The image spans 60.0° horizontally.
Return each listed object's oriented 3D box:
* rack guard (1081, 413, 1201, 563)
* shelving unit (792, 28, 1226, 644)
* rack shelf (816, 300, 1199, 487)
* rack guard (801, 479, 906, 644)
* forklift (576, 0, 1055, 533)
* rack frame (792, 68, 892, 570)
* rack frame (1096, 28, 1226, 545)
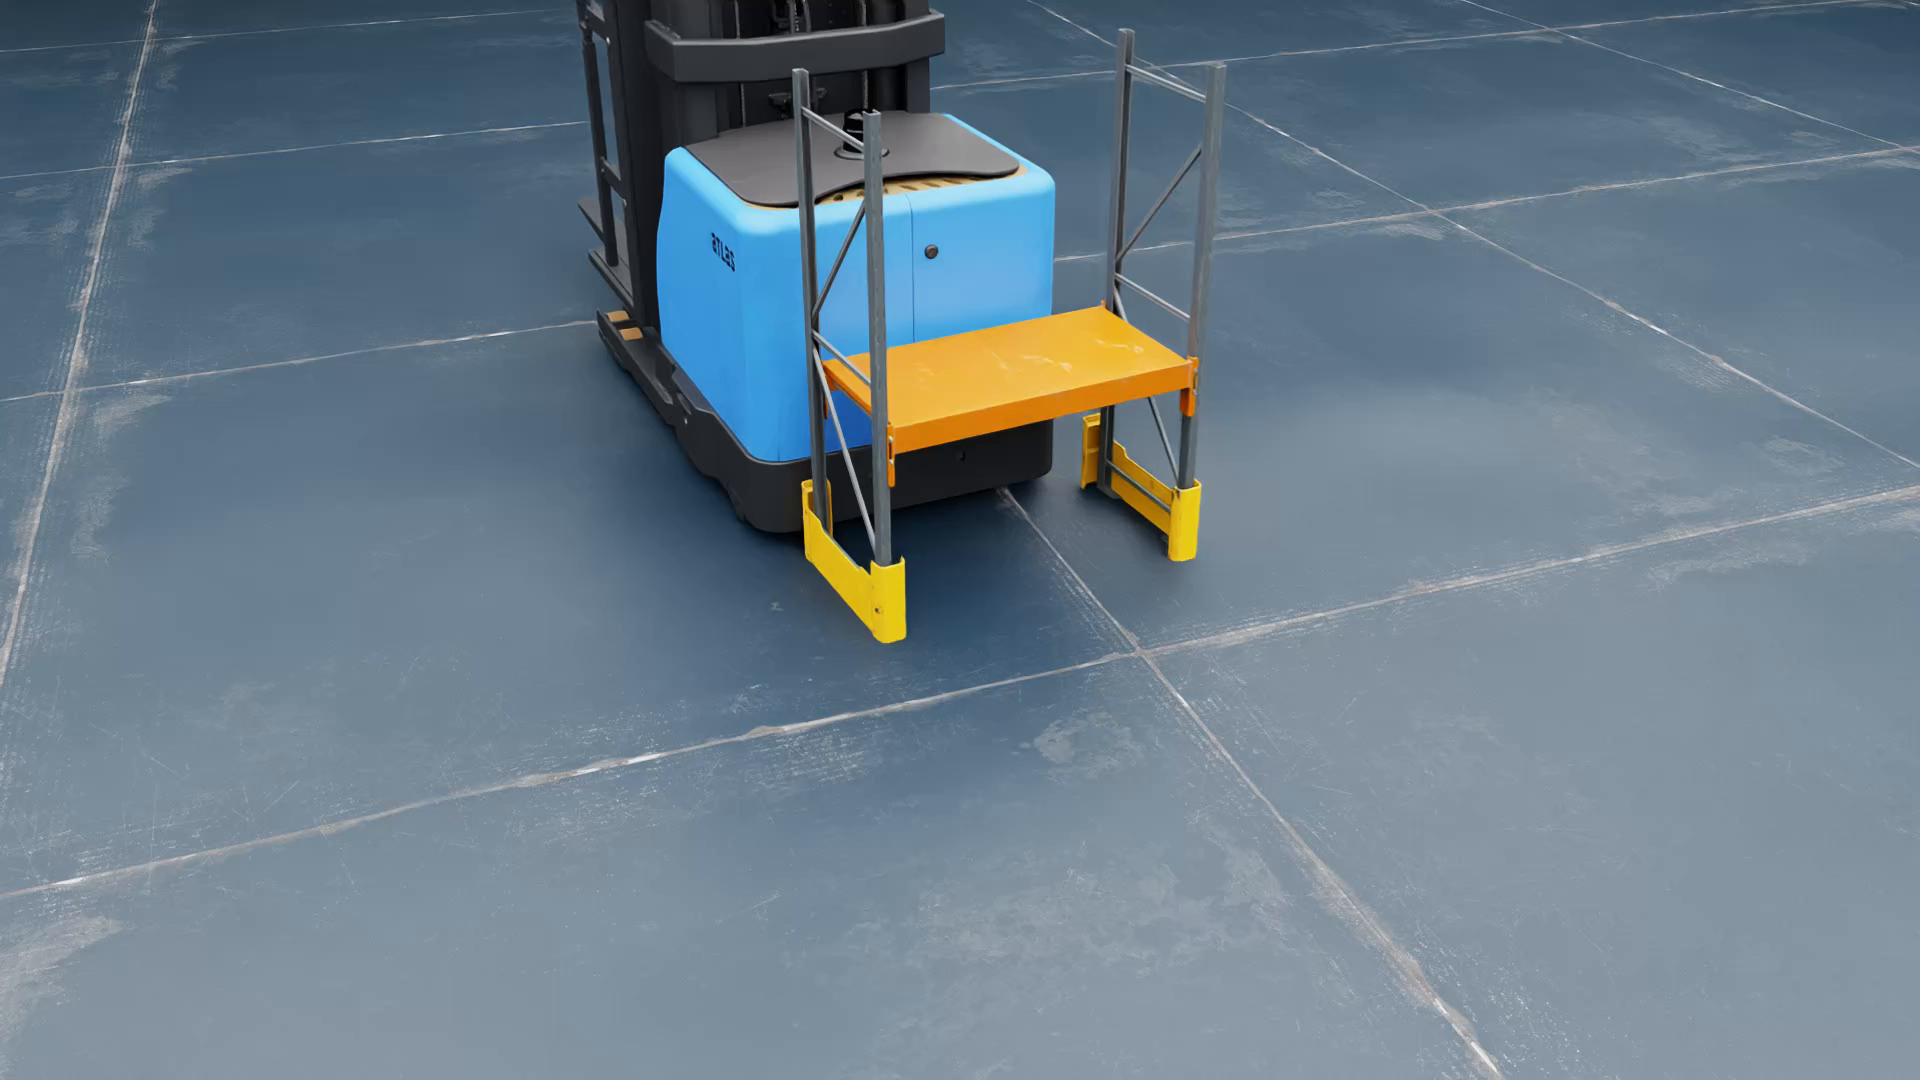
[{"bbox_3d":[0.567,-0.174,5.302,0.087,0.250,0.587,-14,33,-23],"label":"rack guard"},{"bbox_3d":[0.125,-0.604,4.794,1.083,1.500,0.587,-14,33,-23],"label":"shelving unit"},{"bbox_3d":[0.133,-0.449,4.887,1.000,0.185,0.538,-14,33,-23],"label":"rack shelf"},{"bbox_3d":[-0.318,0.052,4.906,0.087,0.250,0.587,-14,33,-23],"label":"rack guard"},{"bbox_3d":[-0.773,-2.003,5.806,1.130,2.935,3.031,-13,32,-22],"label":"forklift"},{"bbox_3d":[-0.319,-0.490,4.596,0.032,1.500,0.500,-14,33,-23],"label":"rack frame"},{"bbox_3d":[0.585,-0.721,5.000,0.032,1.500,0.500,-14,33,-23],"label":"rack frame"}]
